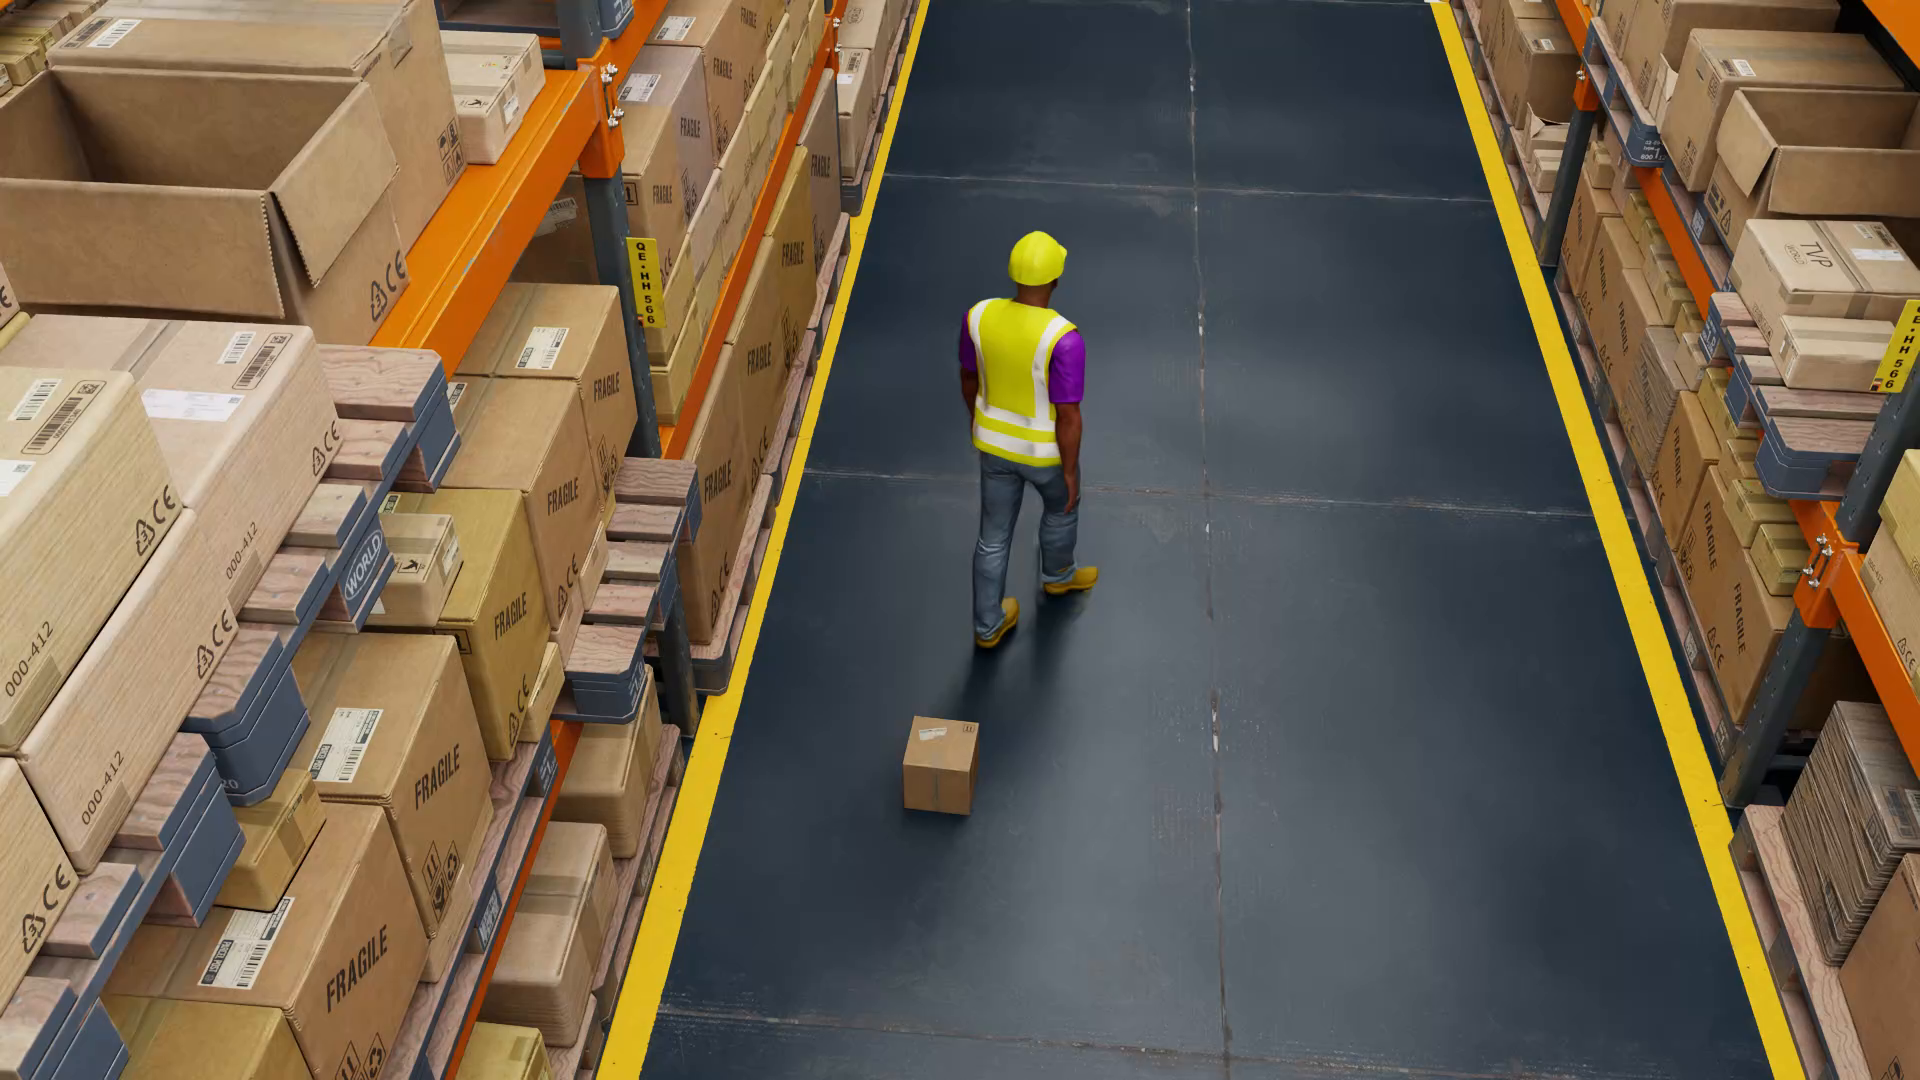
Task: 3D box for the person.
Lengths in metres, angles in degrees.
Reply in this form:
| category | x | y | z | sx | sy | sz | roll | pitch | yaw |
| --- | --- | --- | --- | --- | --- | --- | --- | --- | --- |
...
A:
| category | x | y | z | sx | sy | sz | roll | pitch | yaw |
| --- | --- | --- | --- | --- | --- | --- | --- | --- | --- |
| person | 0.257 | -0.385 | 6.613 | 0.605 | 1.776 | 0.737 | 18 | 43 | 21 |
